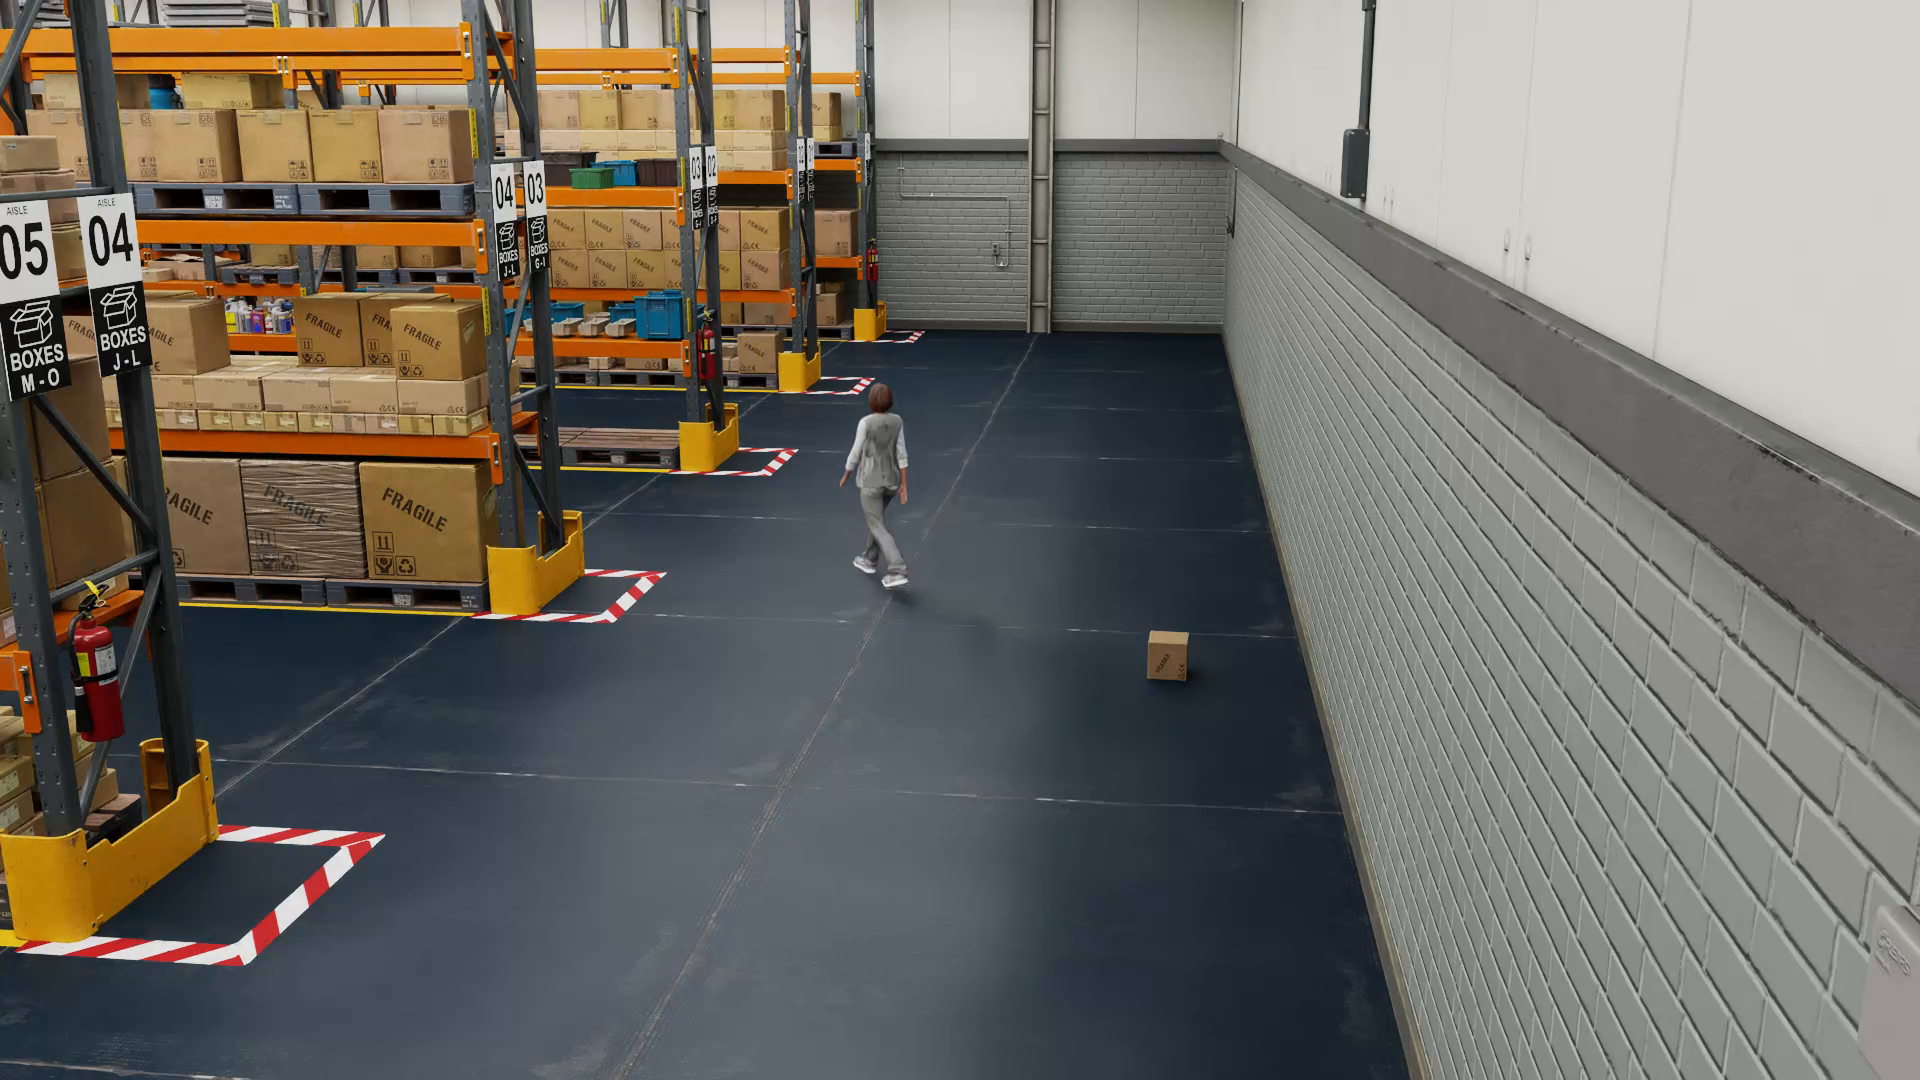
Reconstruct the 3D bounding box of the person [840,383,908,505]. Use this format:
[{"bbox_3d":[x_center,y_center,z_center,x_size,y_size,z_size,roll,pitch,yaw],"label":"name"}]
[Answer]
[{"bbox_3d":[-0.660,-0.740,12.621,0.414,0.927,0.465,-10,18,-35],"label":"person"}]
